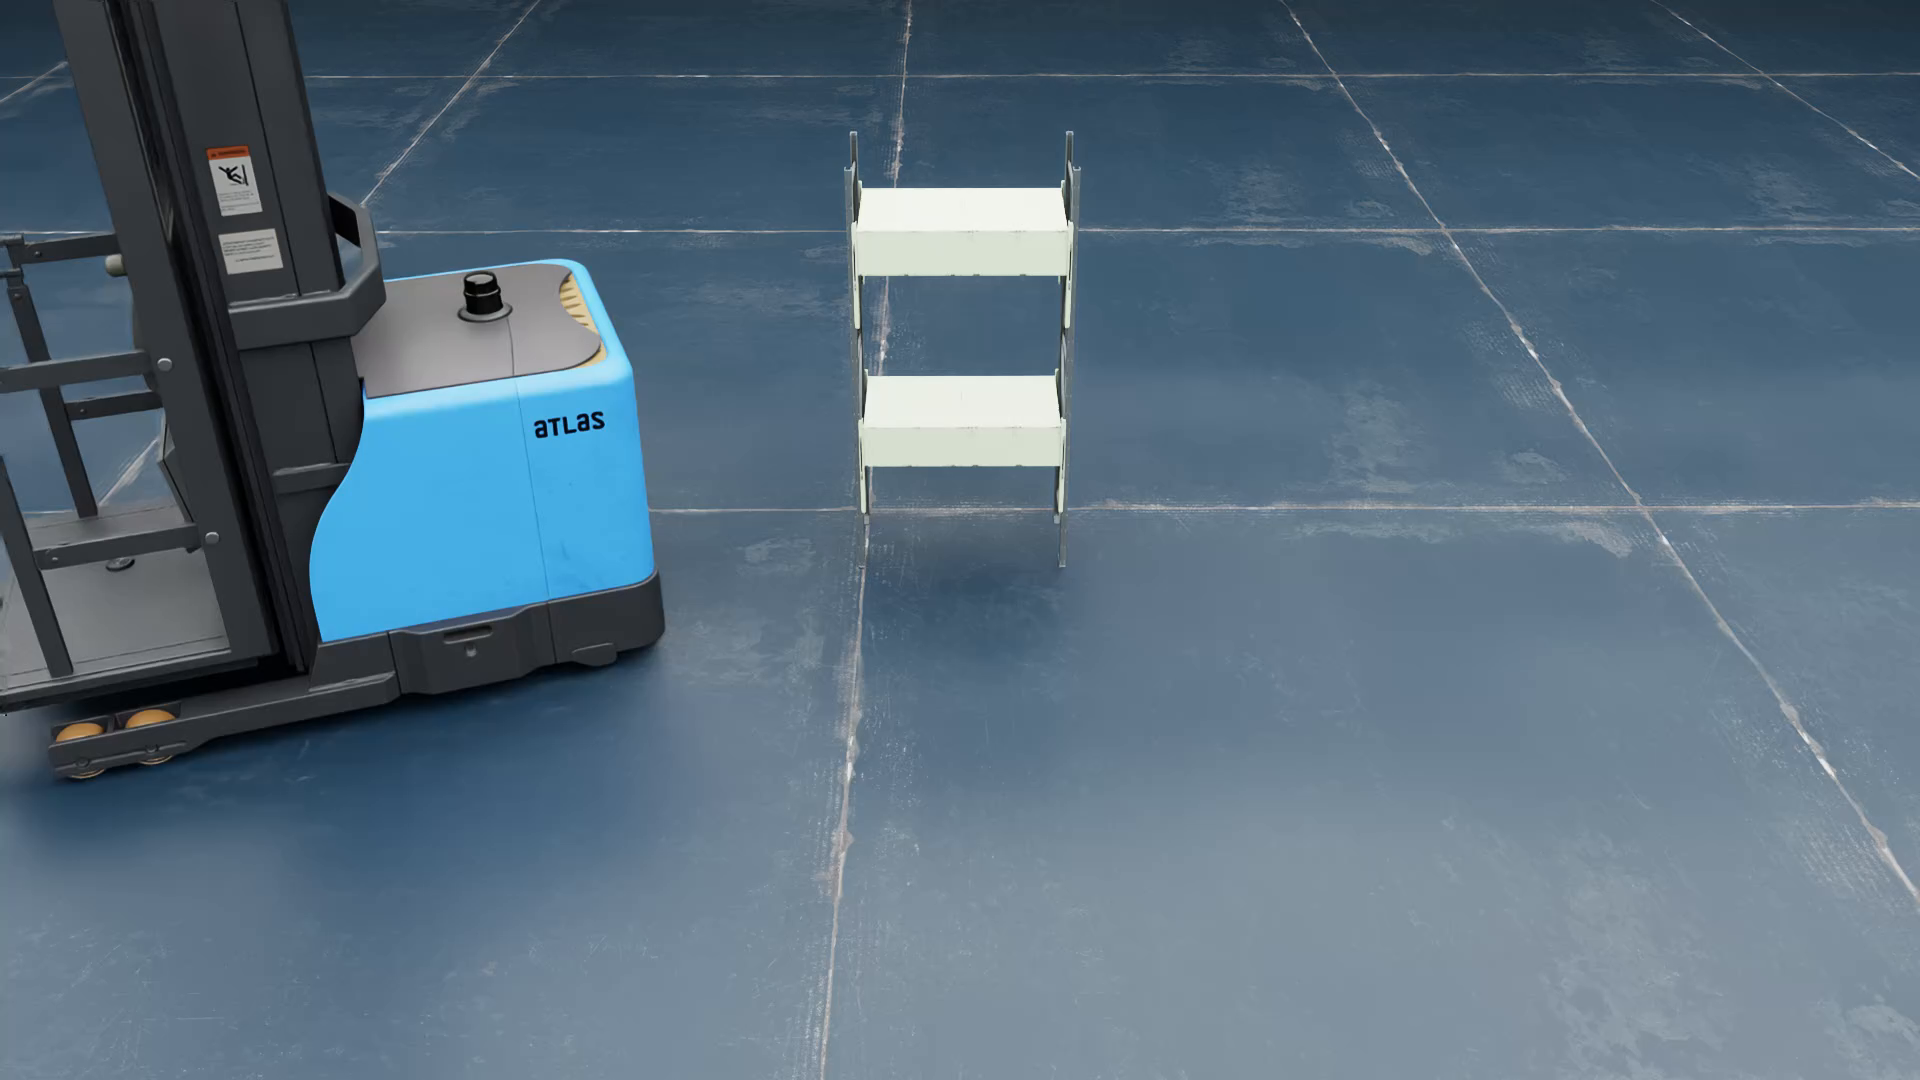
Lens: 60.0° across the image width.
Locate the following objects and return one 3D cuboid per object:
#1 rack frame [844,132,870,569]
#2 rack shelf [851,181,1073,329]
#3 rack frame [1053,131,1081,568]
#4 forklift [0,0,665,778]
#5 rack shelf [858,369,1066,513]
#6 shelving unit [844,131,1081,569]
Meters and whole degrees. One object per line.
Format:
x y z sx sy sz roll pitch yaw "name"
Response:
-0.359 -0.640 5.859 0.023 1.500 0.400 0 31 0 "rack frame"
0.007 -0.975 5.659 0.720 0.370 0.431 0 31 0 "rack shelf"
0.373 -0.642 5.863 0.023 1.500 0.400 0 31 0 "rack frame"
-2.568 -0.839 4.807 3.031 2.935 1.130 -11 33 -17 "forklift"
0.007 -0.363 6.030 0.720 0.370 0.431 0 31 0 "rack shelf"
0.007 -0.641 5.861 0.755 1.500 0.431 0 31 0 "shelving unit"
